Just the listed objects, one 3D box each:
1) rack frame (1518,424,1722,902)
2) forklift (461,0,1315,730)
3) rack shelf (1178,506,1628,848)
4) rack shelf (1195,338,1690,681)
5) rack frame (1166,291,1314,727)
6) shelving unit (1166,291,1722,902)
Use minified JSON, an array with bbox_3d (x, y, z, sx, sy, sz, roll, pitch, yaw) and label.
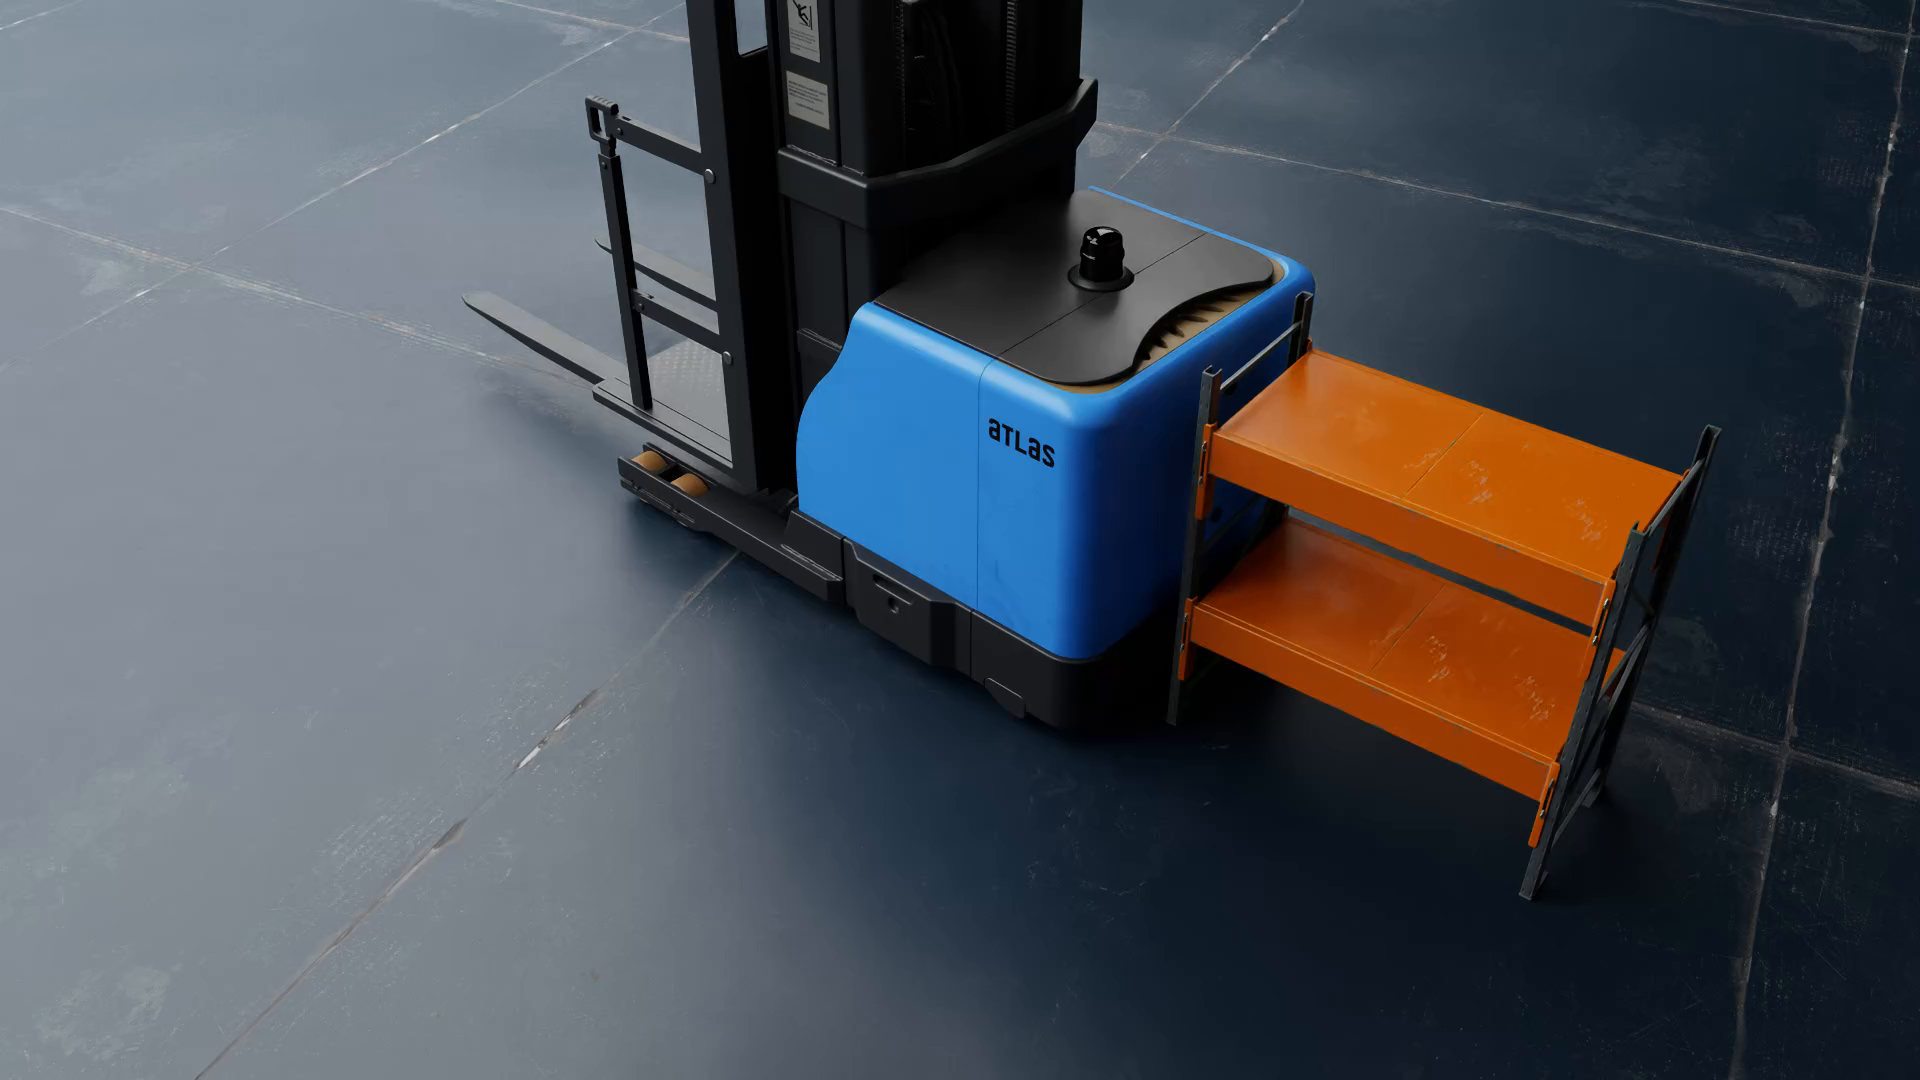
[{"bbox_3d":[1.540,0.314,3.906,0.032,1.125,0.500,25,44,29],"label":"rack frame"},{"bbox_3d":[-0.466,-1.420,4.696,3.031,2.935,1.130,28,46,32],"label":"forklift"},{"bbox_3d":[1.136,0.322,4.300,1.000,0.278,0.538,25,44,29],"label":"rack shelf"},{"bbox_3d":[1.136,-0.106,3.976,1.000,0.278,0.538,25,44,29],"label":"rack shelf"},{"bbox_3d":[0.733,-0.060,4.399,0.032,1.125,0.500,25,44,29],"label":"rack frame"},{"bbox_3d":[1.136,0.127,4.152,1.048,1.125,0.538,25,44,29],"label":"shelving unit"}]
